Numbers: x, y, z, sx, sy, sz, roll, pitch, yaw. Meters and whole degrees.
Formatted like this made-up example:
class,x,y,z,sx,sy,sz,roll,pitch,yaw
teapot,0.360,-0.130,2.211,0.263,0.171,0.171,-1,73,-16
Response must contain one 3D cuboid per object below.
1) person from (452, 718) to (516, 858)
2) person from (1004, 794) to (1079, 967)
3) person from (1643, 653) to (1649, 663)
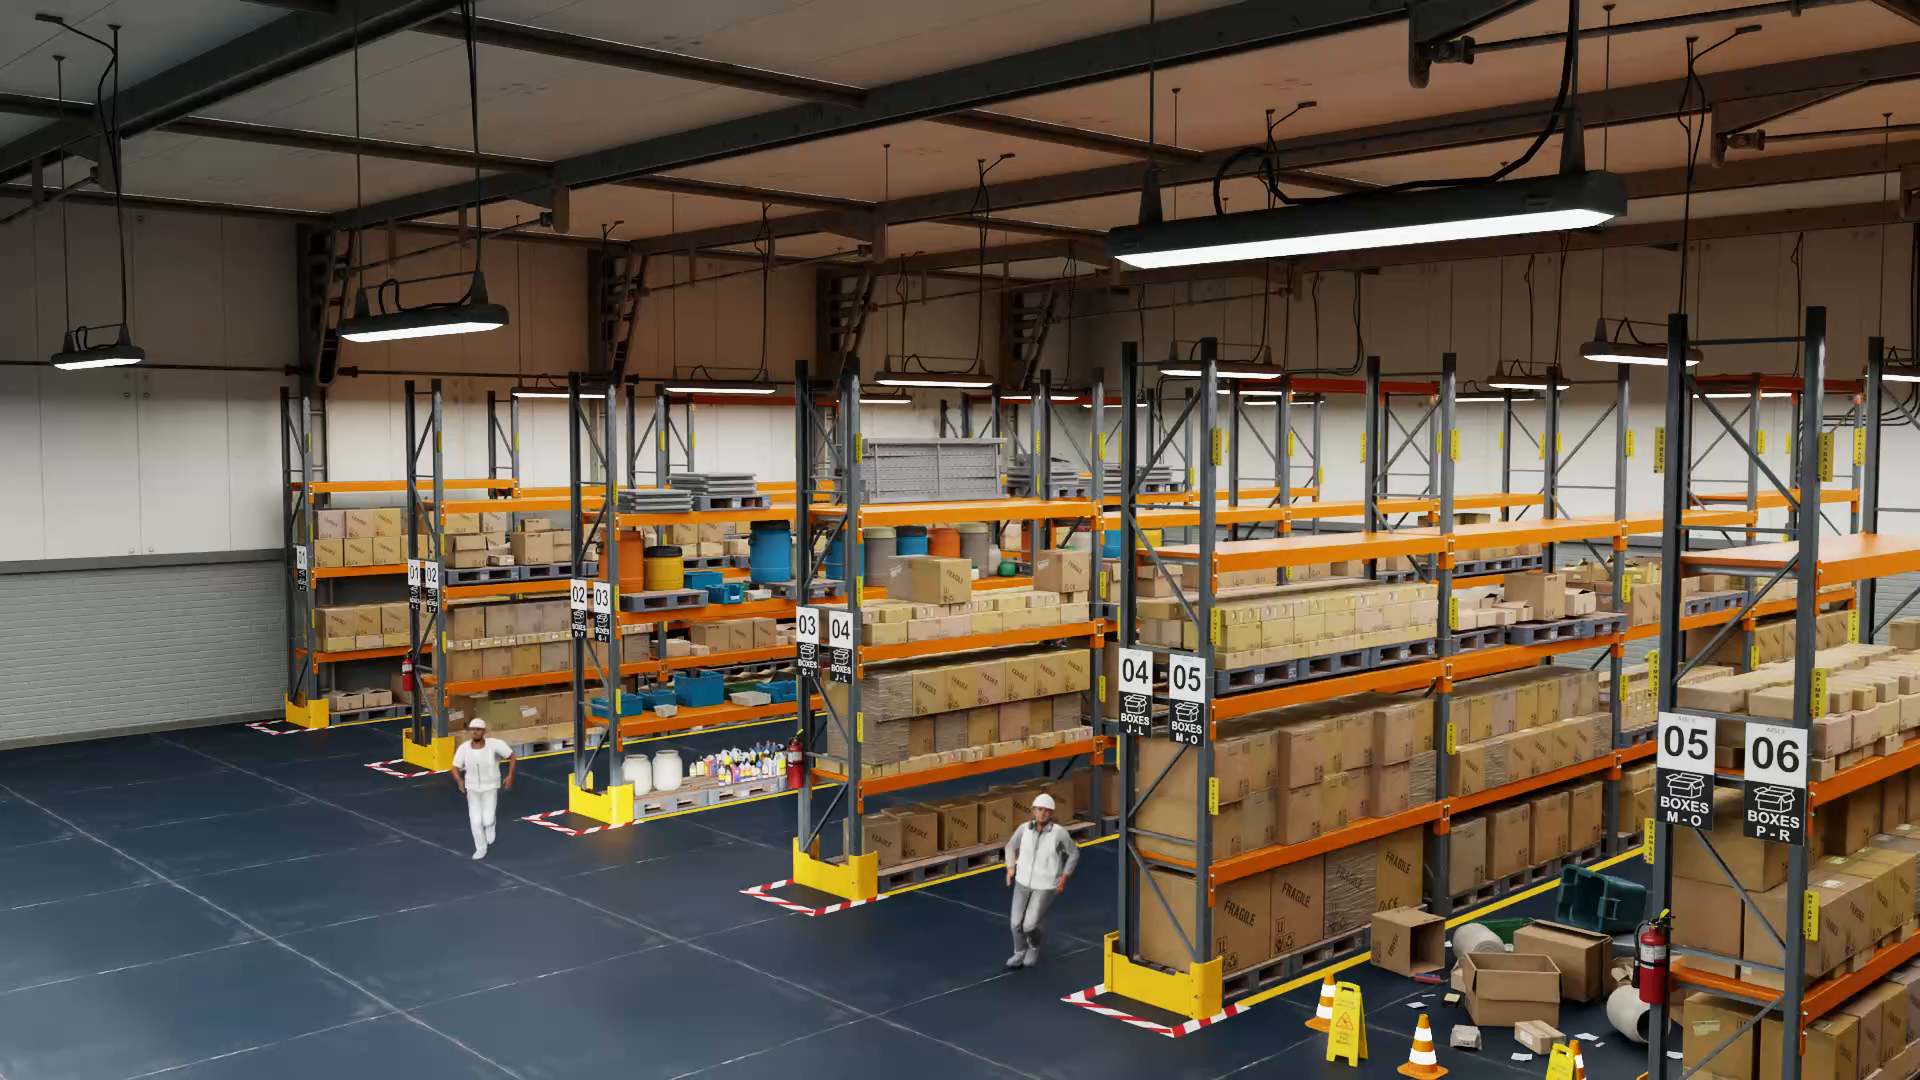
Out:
class,x,y,z,sx,sy,sz,roll,pitch,yaw
person,-5.797,3.017,20.196,0.738,1.721,0.647,0,4,-5
person,0.737,3.284,15.925,0.713,1.710,0.557,2,4,25
person,10.827,2.634,26.100,0.701,1.755,0.868,3,5,43
